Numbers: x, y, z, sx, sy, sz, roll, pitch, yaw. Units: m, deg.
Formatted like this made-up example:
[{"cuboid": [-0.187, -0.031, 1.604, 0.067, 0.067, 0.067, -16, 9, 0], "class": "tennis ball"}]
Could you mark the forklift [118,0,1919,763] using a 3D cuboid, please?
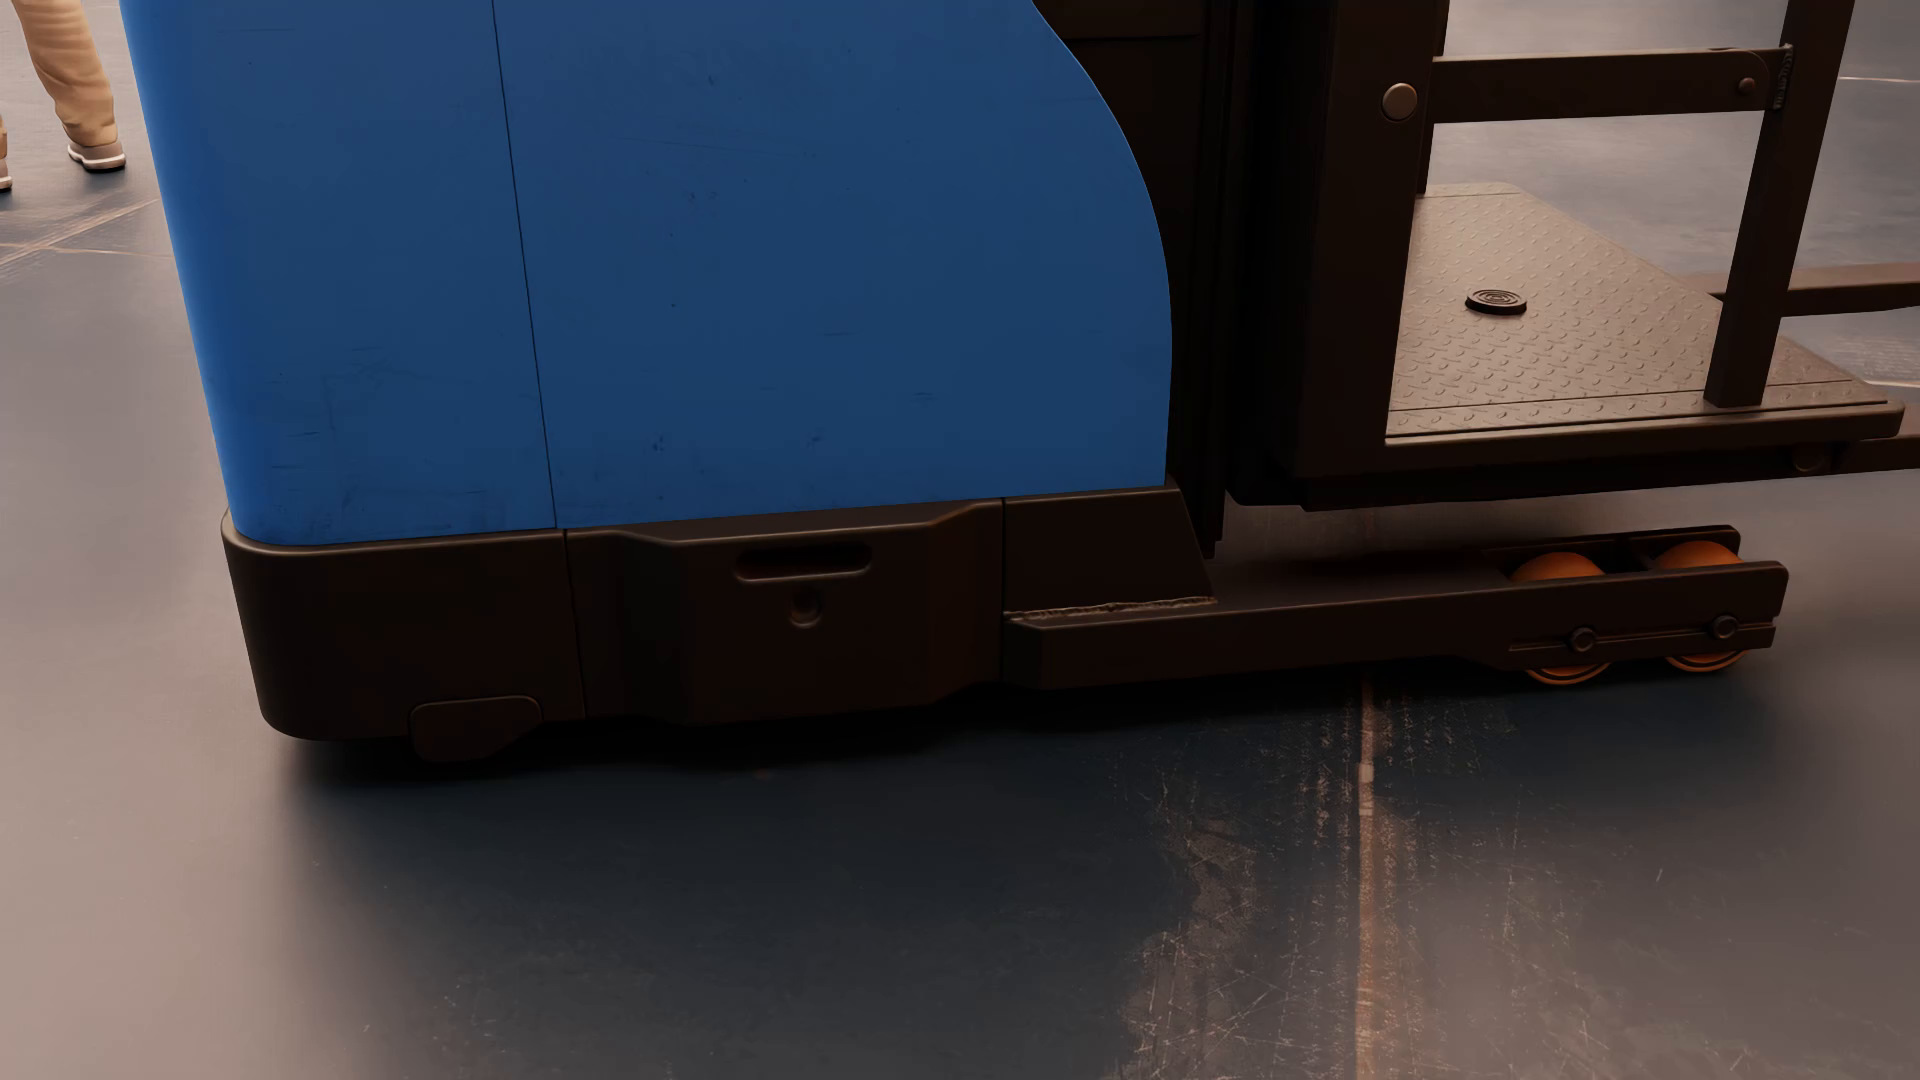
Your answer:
[{"cuboid": [0.600, -1.354, 1.930, 3.031, 2.935, 1.130, -4, 27, -9], "class": "forklift"}]

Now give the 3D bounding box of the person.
[{"cuboid": [-2.477, -1.732, 4.015, 0.399, 1.726, 0.600, 20, 33, 34], "class": "person"}]
